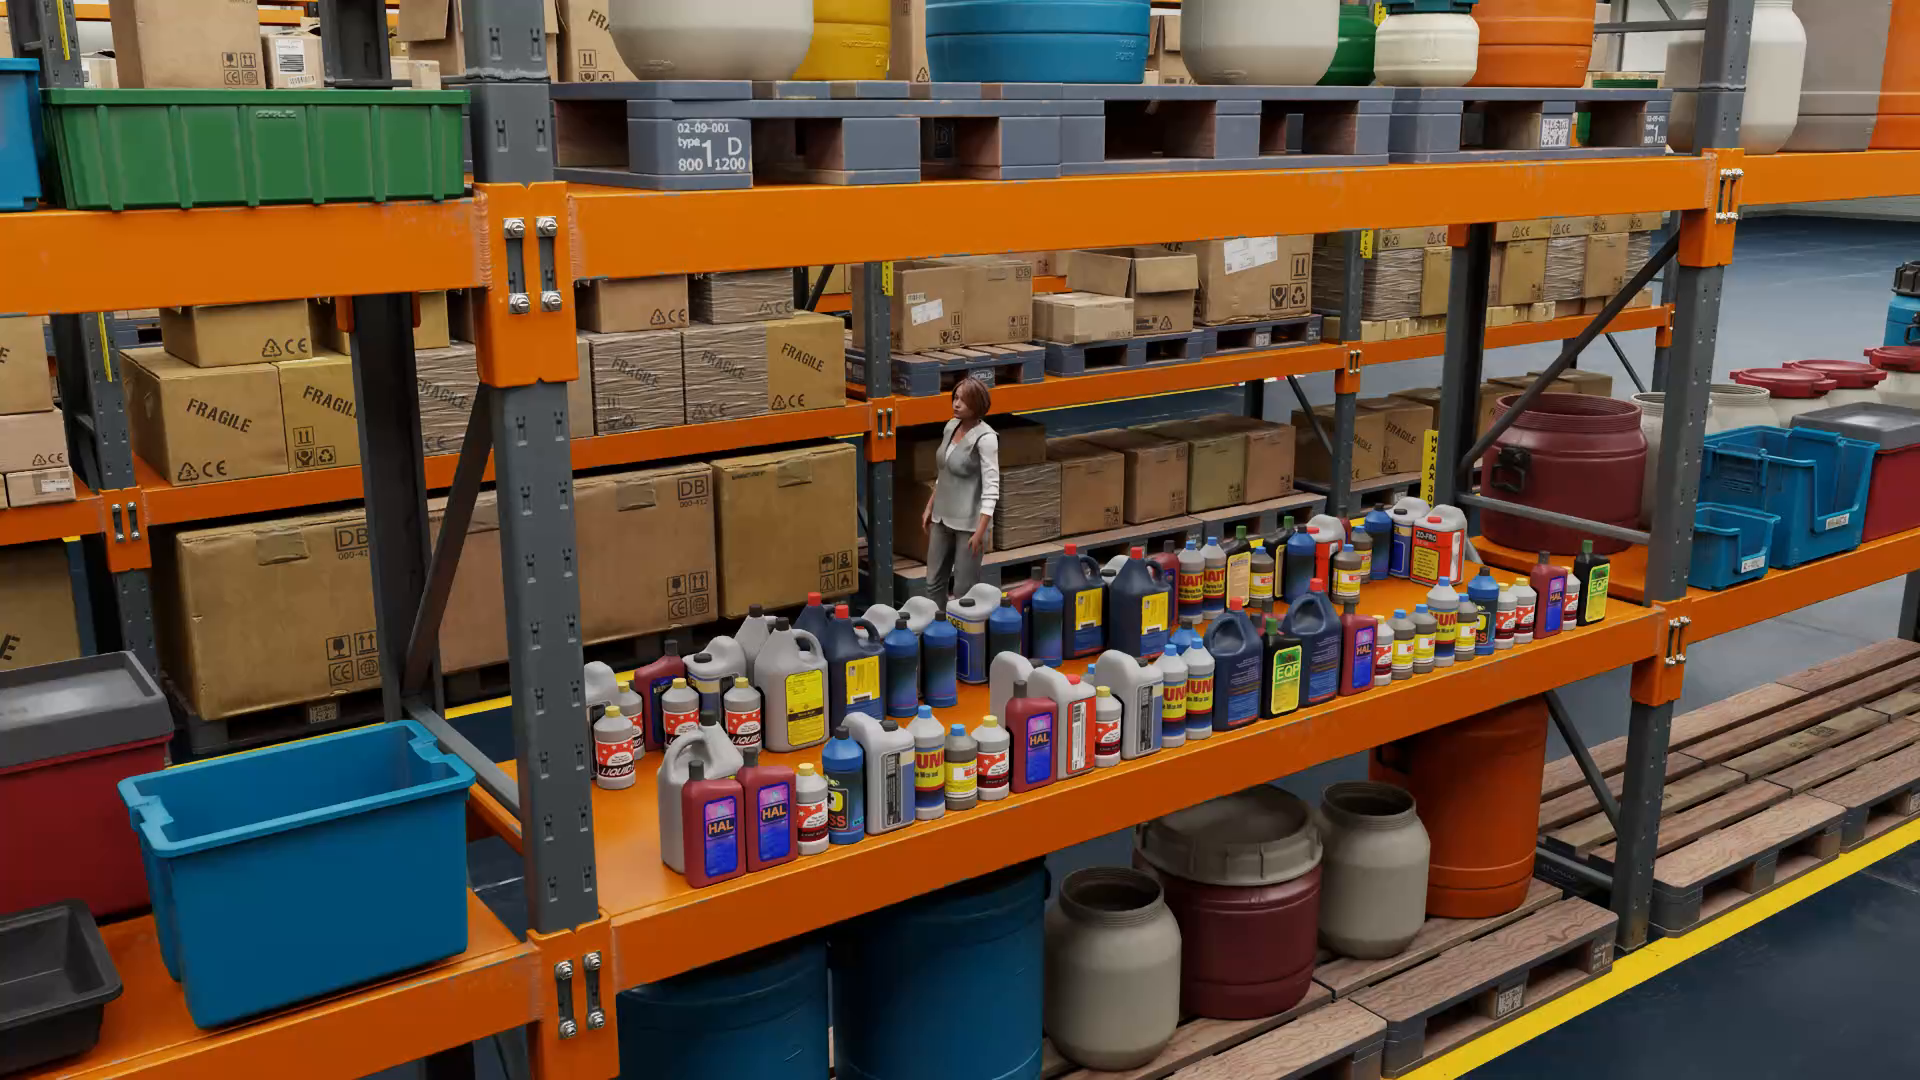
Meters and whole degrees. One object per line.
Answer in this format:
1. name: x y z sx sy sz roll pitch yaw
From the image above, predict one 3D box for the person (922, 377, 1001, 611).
1. person: -0.061 -0.046 8.715 0.475 1.574 0.520 -10 18 -35
